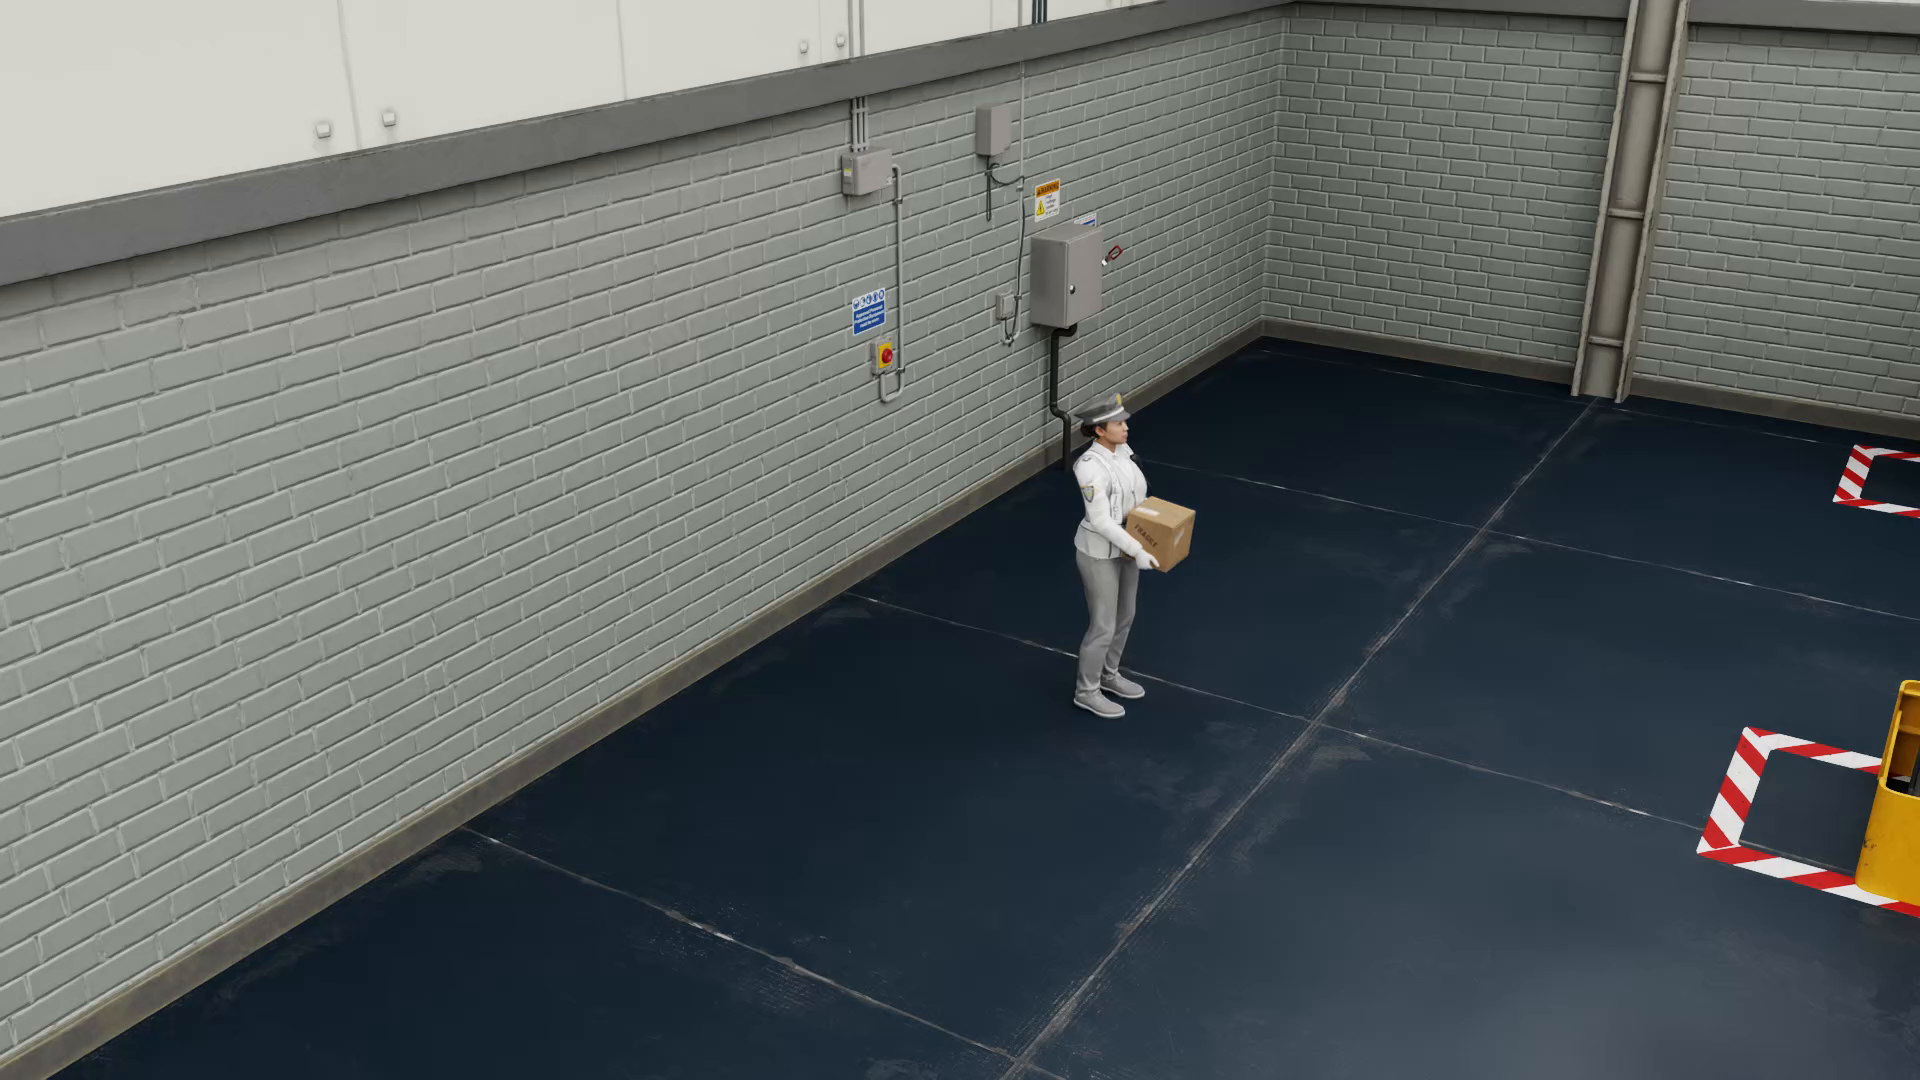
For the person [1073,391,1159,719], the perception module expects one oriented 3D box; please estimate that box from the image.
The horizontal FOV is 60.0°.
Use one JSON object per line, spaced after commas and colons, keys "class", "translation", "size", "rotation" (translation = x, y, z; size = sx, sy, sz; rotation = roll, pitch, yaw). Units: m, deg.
{"class": "person", "translation": [0.812, 0.077, 8.386], "size": [0.556, 1.686, 0.459], "rotation": [14, 27, 30]}
